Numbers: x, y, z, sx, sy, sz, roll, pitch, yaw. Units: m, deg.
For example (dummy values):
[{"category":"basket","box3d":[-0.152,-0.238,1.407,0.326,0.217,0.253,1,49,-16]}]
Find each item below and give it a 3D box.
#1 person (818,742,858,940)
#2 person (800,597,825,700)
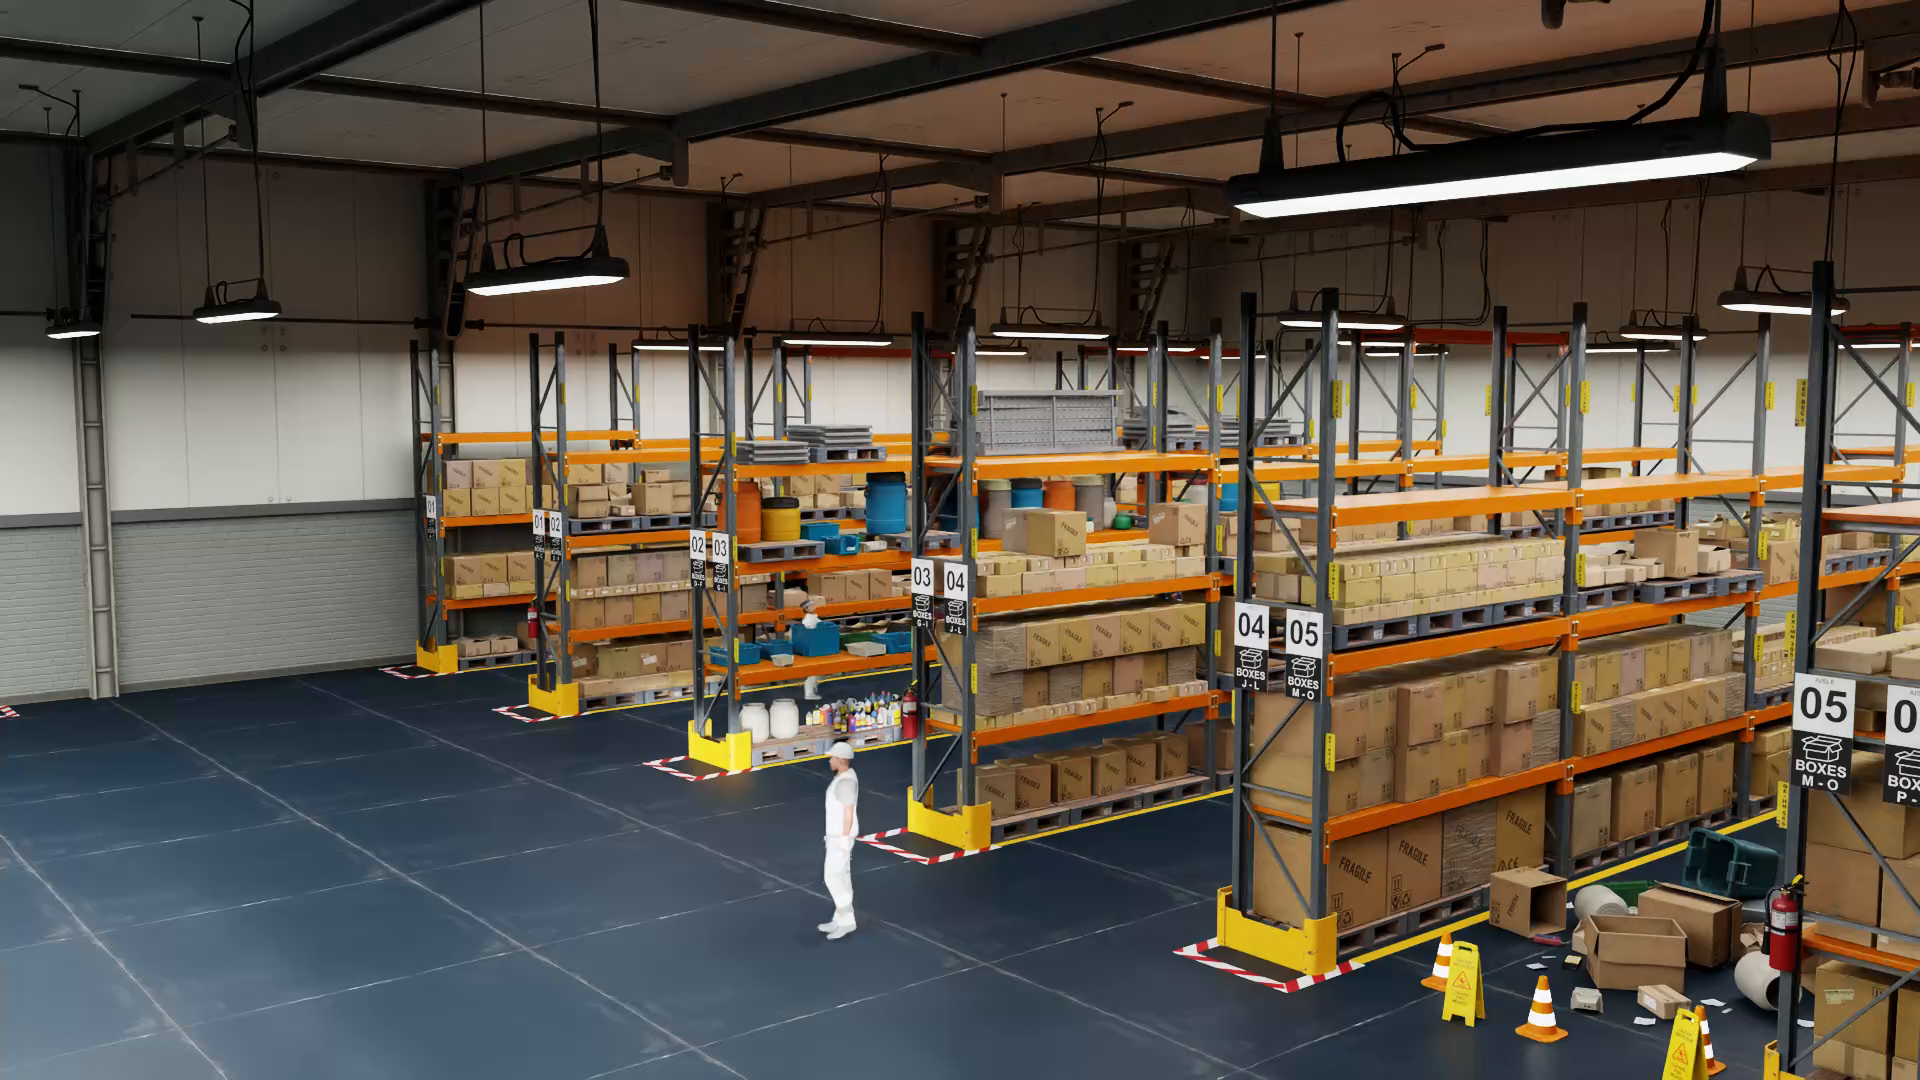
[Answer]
[{"category":"person","box3d":[-1.156,2.822,15.738,0.388,1.817,0.597,0,5,-5]},{"category":"person","box3d":[-2.376,1.786,27.227,0.486,1.704,0.524,0,5,-4]}]
